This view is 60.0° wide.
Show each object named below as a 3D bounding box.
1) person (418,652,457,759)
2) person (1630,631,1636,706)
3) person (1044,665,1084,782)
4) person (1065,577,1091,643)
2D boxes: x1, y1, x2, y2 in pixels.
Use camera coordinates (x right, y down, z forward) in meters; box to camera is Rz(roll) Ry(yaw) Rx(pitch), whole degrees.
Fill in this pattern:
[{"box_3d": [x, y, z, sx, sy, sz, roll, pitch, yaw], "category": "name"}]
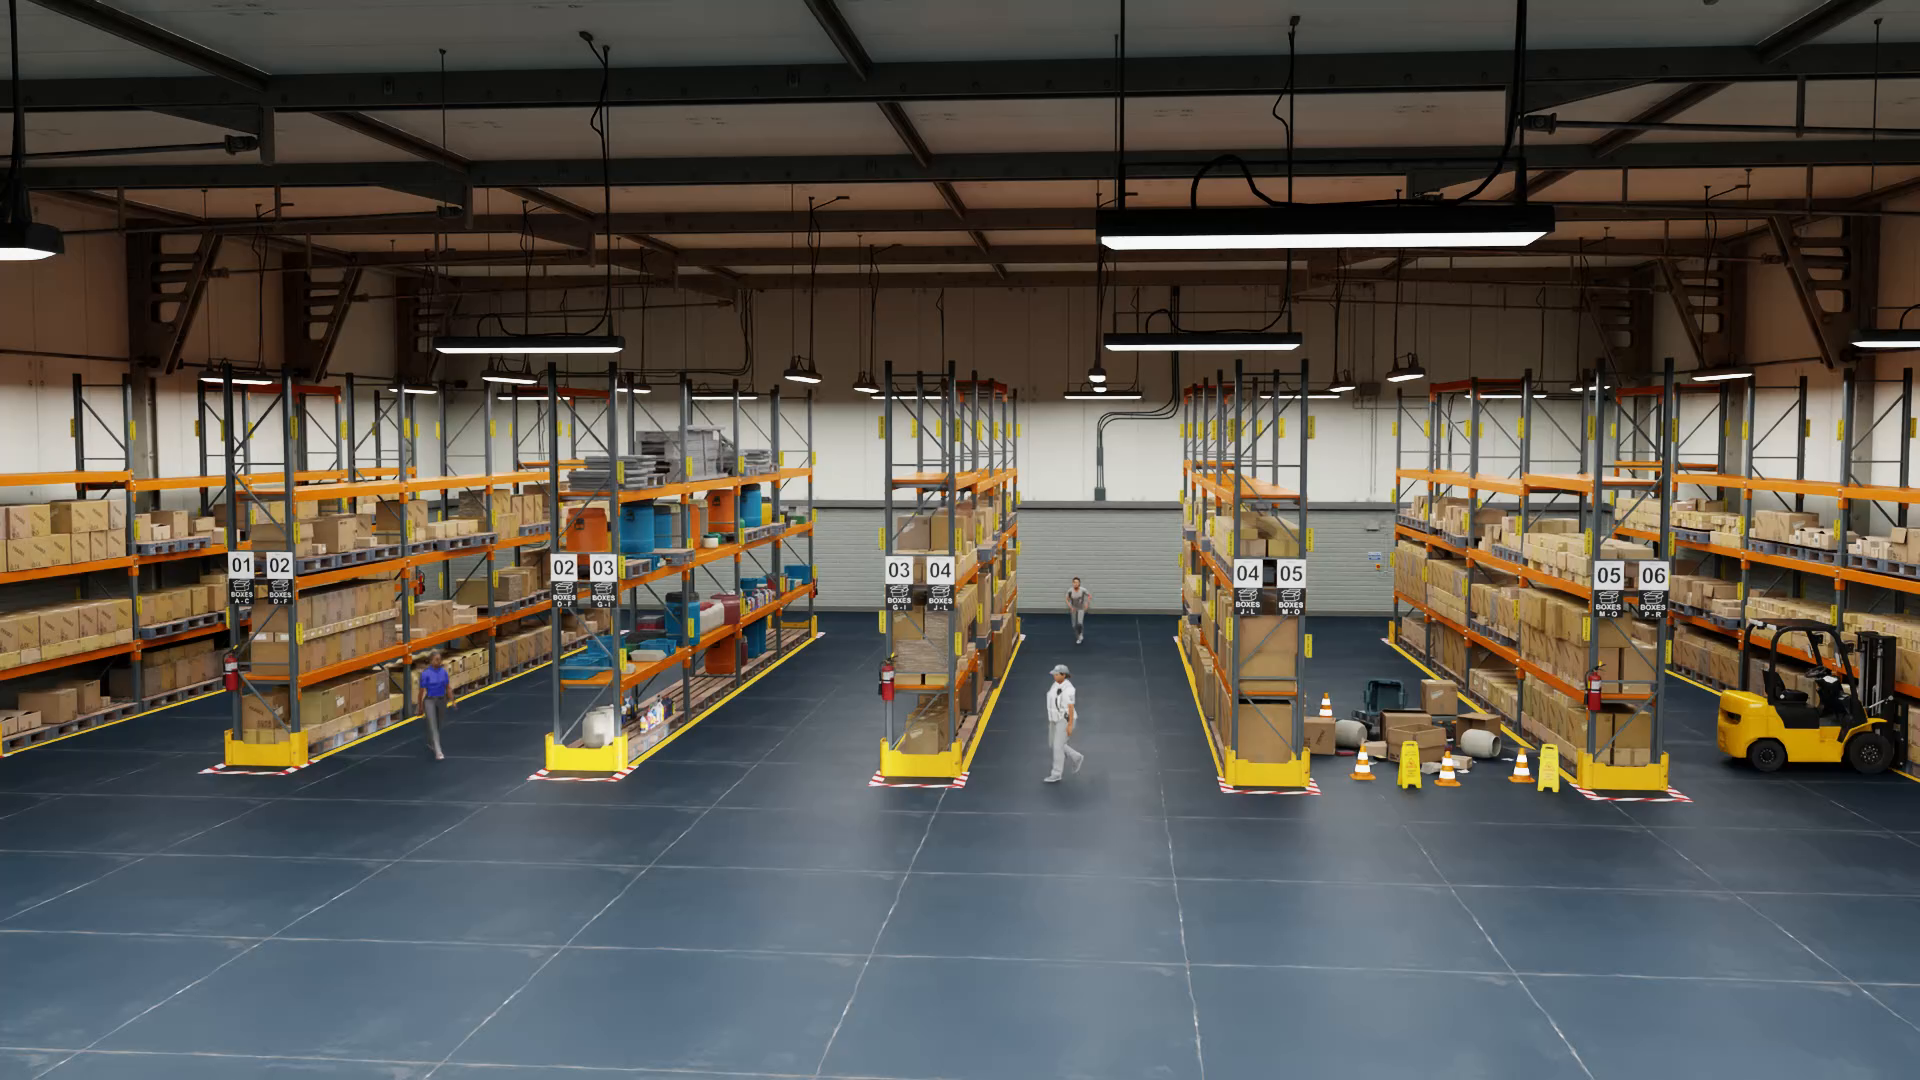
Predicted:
[{"box_3d": [-8.036, 2.497, 25.512, 0.521, 1.581, 1.064, -3, 5, -37], "category": "person"}, {"box_3d": [11.359, 2.343, 28.120, 0.516, 1.637, 0.600, -1, 4, -15], "category": "person"}, {"box_3d": [1.471, 2.600, 23.866, 0.746, 1.642, 0.531, -2, 4, -27], "category": "person"}, {"box_3d": [2.782, 1.651, 39.019, 0.590, 1.580, 0.697, 1, 4, 14], "category": "person"}]
